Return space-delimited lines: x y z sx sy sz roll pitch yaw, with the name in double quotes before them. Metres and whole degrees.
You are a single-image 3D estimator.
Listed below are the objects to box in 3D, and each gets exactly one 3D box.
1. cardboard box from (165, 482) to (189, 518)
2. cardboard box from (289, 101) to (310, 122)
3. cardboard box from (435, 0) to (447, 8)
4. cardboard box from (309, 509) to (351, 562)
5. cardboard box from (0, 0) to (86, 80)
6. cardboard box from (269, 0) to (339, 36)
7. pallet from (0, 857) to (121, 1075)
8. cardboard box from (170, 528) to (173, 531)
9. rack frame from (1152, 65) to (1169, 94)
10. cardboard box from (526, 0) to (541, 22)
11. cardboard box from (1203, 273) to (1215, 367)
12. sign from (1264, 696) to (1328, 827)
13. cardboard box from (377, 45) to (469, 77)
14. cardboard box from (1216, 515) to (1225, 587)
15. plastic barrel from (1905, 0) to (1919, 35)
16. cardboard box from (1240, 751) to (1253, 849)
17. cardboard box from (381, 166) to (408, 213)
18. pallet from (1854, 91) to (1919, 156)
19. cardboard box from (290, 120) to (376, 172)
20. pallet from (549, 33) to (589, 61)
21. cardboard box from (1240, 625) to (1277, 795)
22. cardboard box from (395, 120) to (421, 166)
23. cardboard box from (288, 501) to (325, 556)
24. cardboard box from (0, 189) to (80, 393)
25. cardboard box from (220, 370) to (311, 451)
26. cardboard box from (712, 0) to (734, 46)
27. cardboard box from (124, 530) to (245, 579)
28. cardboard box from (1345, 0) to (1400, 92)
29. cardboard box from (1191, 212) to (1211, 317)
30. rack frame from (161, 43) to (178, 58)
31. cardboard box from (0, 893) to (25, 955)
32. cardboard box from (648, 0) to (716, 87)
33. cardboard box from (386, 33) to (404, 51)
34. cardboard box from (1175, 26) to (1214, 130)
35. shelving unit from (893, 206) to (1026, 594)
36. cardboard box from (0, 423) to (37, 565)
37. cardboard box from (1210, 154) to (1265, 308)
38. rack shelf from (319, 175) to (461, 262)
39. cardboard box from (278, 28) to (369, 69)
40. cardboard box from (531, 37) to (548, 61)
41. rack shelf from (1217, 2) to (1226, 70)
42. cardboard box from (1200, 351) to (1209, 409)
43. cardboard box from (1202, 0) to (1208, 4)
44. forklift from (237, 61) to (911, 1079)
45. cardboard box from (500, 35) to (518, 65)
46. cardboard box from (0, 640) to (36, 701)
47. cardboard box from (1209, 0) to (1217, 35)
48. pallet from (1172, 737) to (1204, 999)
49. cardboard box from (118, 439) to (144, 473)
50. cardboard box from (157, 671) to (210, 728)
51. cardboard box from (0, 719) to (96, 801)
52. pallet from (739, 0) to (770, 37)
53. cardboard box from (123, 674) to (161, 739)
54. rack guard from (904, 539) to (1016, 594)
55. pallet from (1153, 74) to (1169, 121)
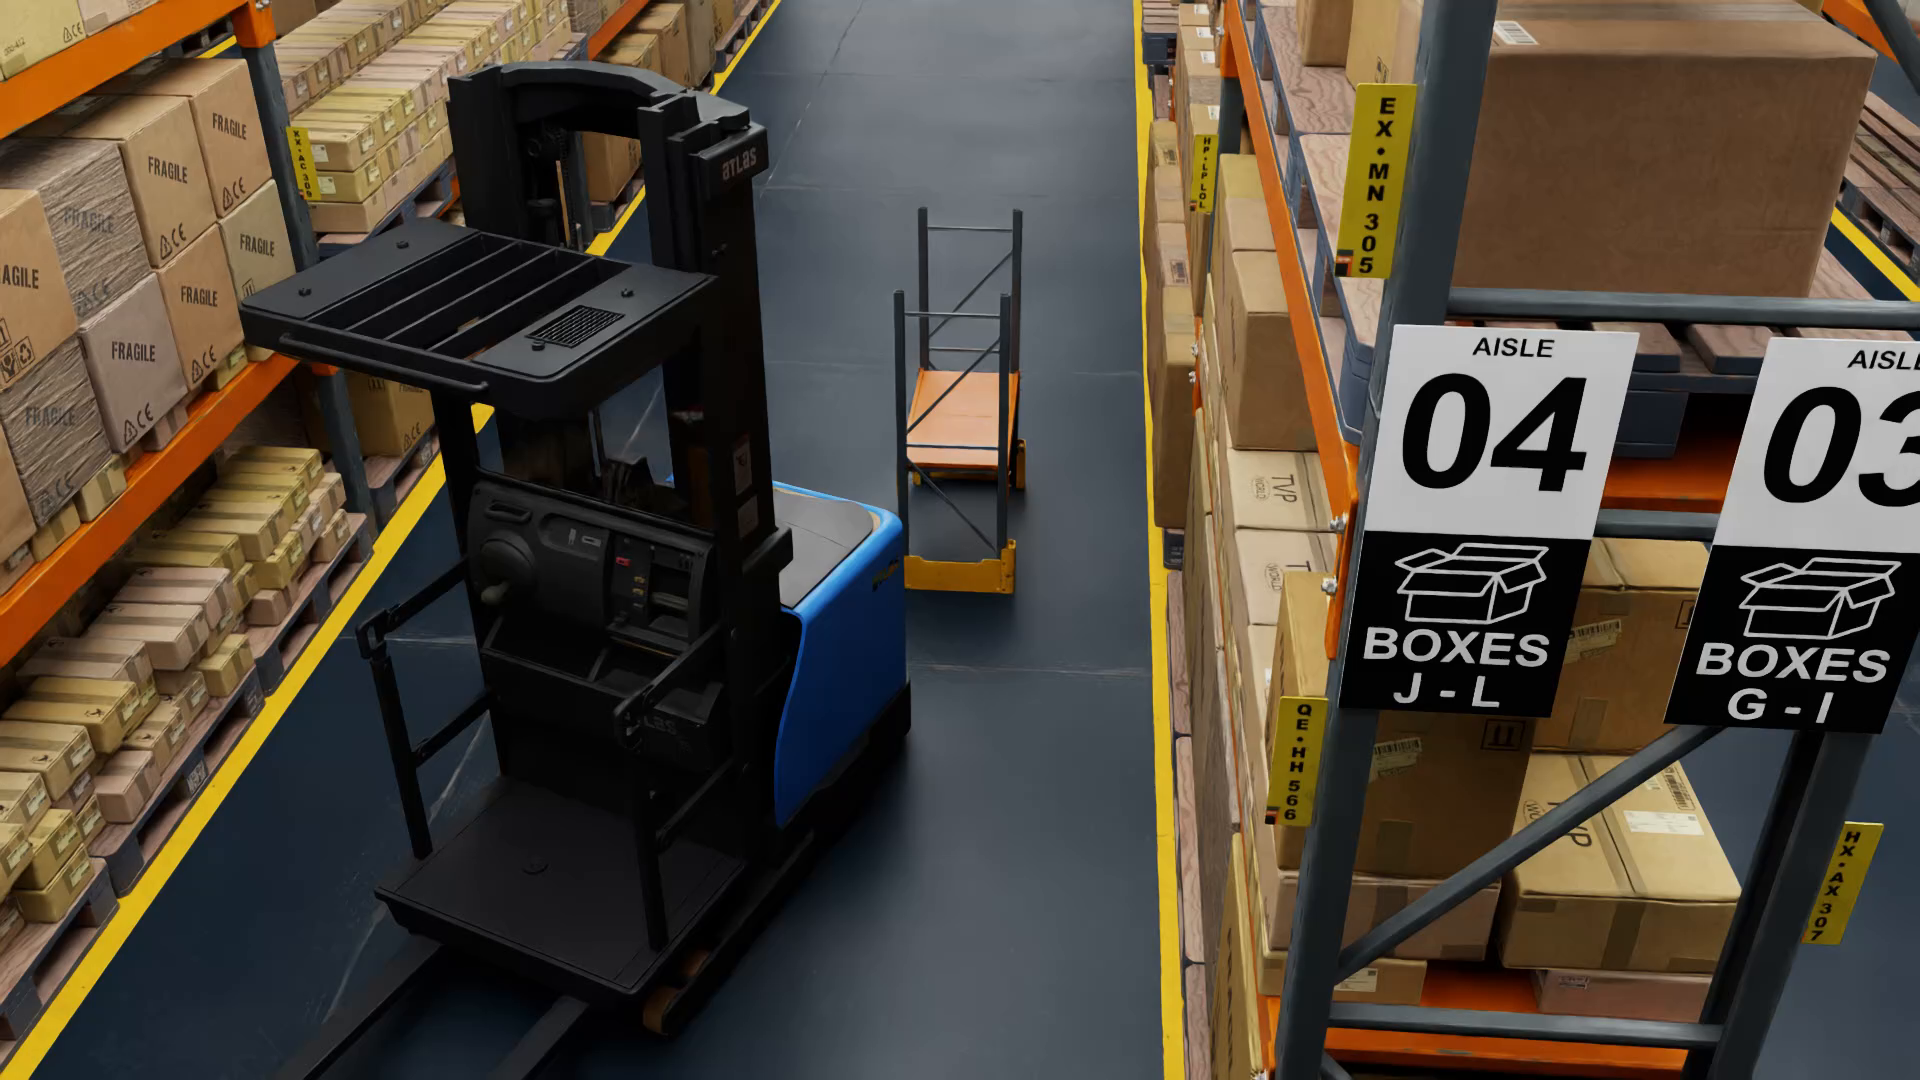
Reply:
"cardboard box" -3.709 -0.190 7.450 0.380 0.149 0.250 4 32 6
"cardboard box" -3.496 -2.110 8.371 0.380 0.149 0.250 1 32 2
"cardboard box" -3.318 -3.327 10.062 0.380 0.149 0.250 2 32 3
"cardboard box" -3.086 -0.030 7.757 0.380 0.149 0.250 3 32 5
"cardboard box" -3.257 -1.703 5.439 0.500 0.250 0.500 2 32 3
"cardboard box" -5.907 -4.824 14.880 0.500 0.500 0.500 2 32 4
"pallet" -3.611 1.531 5.564 1.003 0.211 1.213 2 32 4
"cardboard box" -3.657 0.065 7.320 0.380 0.149 0.250 2 32 4
"rack frame" 2.193 -5.203 13.834 1.000 3.000 0.127 2 32 4
"cardboard box" -2.695 -3.157 9.786 0.380 0.149 0.250 3 32 5
"cardboard box" 1.243 -0.848 6.627 0.500 0.250 0.500 2 32 3
"sign" 0.677 0.448 3.335 0.100 0.325 0.005 2 32 4
"cardboard box" -2.799 -2.472 8.675 0.380 0.149 0.250 4 32 6
"cardboard box" 1.061 0.043 5.561 0.380 0.149 0.250 2 32 3
"plastic barrel" 6.709 -3.715 11.312 0.421 0.512 0.421 0 32 0
"cardboard box" 0.958 0.711 4.477 0.380 0.149 0.250 3 32 4
"cardboard box" -2.886 -1.688 7.969 0.380 0.149 0.250 3 32 5
"pallet" 7.105 -3.392 13.553 1.003 0.211 1.213 2 32 4
"cardboard box" -2.903 -1.796 7.577 0.380 0.149 0.250 4 32 6
"pallet" -3.019 -2.917 10.308 1.213 0.211 1.003 2 32 4
"cardboard box" 1.033 0.479 4.473 0.500 0.250 0.500 2 32 3
"cardboard box" -2.863 -1.940 8.095 0.380 0.149 0.250 3 32 5
"cardboard box" -3.112 -0.056 7.515 0.380 0.149 0.250 1 32 2
"cardboard box" -3.280 -0.813 5.378 0.500 0.500 0.500 1 32 2
"cardboard box" -3.584 -0.797 8.666 0.500 0.500 0.500 2 32 3
"cardboard box" -2.621 -5.068 15.239 0.875 0.875 0.875 3 32 5
"cardboard box" -3.256 0.092 6.991 0.380 0.149 0.250 3 32 6
"cardboard box" 1.365 -1.305 4.058 0.700 0.500 0.500 0 32 1
"cardboard box" 1.308 -1.319 7.435 0.500 0.500 0.500 3 32 4
"rack frame" -7.684 -5.626 14.521 1.000 3.000 0.127 2 32 4
"cardboard box" -3.404 1.311 5.580 0.380 0.149 0.250 3 32 5
"cardboard box" -2.703 -4.360 14.210 1.050 0.750 0.750 2 32 4
"cardboard box" -3.387 -2.787 9.468 0.380 0.149 0.250 3 32 4
"cardboard box" 1.517 -2.642 9.582 0.500 0.500 0.500 2 32 3
"shelving unit" 0.006 -0.678 7.921 0.587 1.500 1.083 2 32 4
"cardboard box" -3.336 -0.122 5.210 0.500 0.500 0.500 3 32 5
"cardboard box" 1.248 -1.162 6.422 0.500 0.500 0.500 2 32 4
"rack shelf" -3.230 -2.024 9.361 1.077 0.370 4.000 2 32 4
"cardboard box" -3.428 -2.650 8.964 0.380 0.149 0.250 2 32 3
"cardboard box" -2.692 -2.906 9.946 0.380 0.149 0.250 3 32 5
"rack shelf" 1.705 -3.036 8.145 1.077 0.370 4.000 2 32 4
"cardboard box" 1.165 -0.635 6.661 0.380 0.149 0.250 1 32 2
"cardboard box" 1.872 -3.617 10.764 0.500 0.500 0.500 -1 32 -2
"forklift" -1.306 0.143 5.224 1.130 2.935 3.031 14 34 22
"cardboard box" -2.736 -2.759 9.423 0.380 0.149 0.250 2 32 4
"cardboard box" -3.781 0.484 6.355 0.380 0.149 0.250 3 32 4
"cardboard box" 1.792 -3.199 9.531 0.797 0.503 0.637 3 32 6
"pallet" 1.305 1.201 6.100 1.003 0.211 1.213 2 32 4
"cardboard box" -3.289 -0.334 6.172 0.380 0.149 0.250 2 32 3
"cardboard box" -3.258 0.645 6.662 0.380 0.149 0.250 3 32 5
"cardboard box" -3.317 0.776 5.882 0.380 0.149 0.250 4 32 6
"pallet" -2.505 -5.315 16.673 1.003 0.211 1.213 2 32 4
"cardboard box" -3.341 0.623 6.414 0.380 0.149 0.250 4 32 6
"rack guard" -0.034 0.114 7.827 0.587 0.250 0.087 2 32 4
"pallet" 2.131 -3.609 13.905 1.003 0.211 1.213 2 32 4
